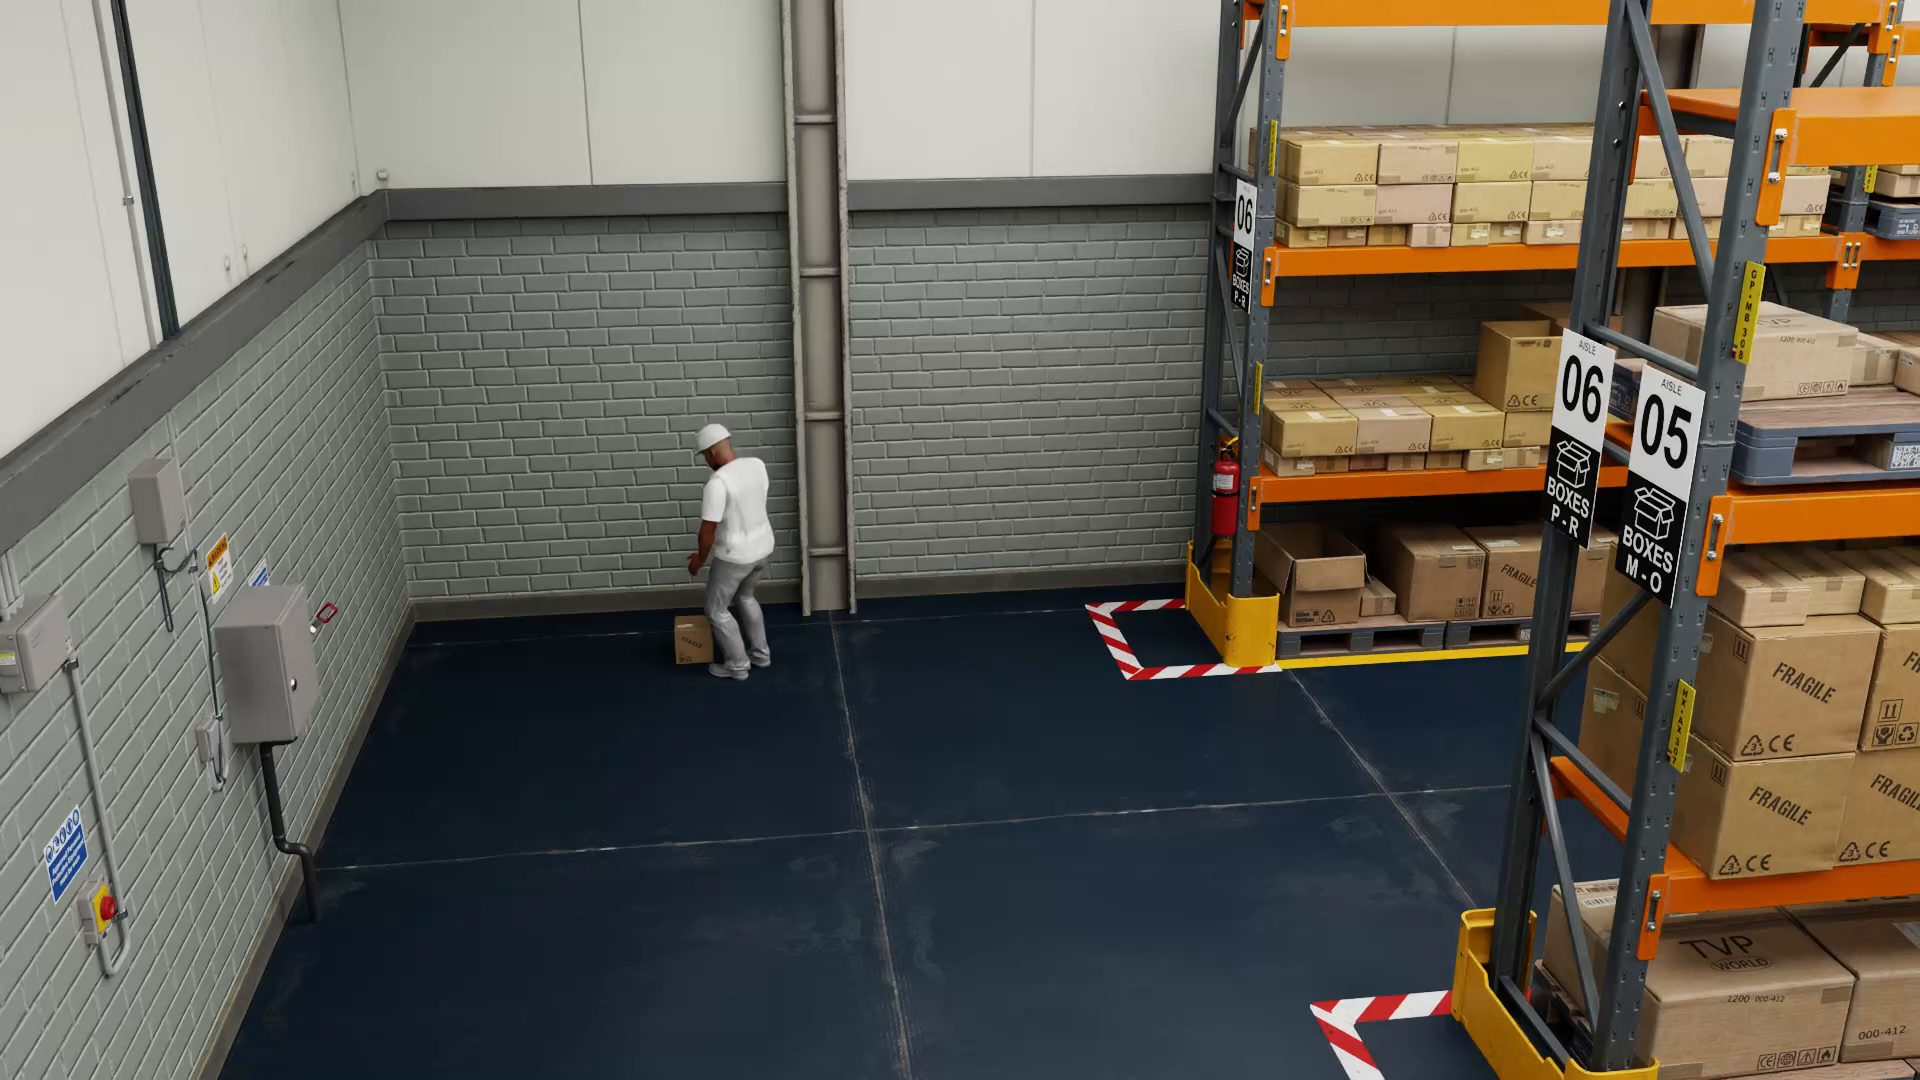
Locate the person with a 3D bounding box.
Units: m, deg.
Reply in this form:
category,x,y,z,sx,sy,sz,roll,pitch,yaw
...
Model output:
category,x,y,z,sx,sy,sz,roll,pitch,yaw
person,-1.498,0.077,10.917,0.472,1.708,0.595,12,23,30
